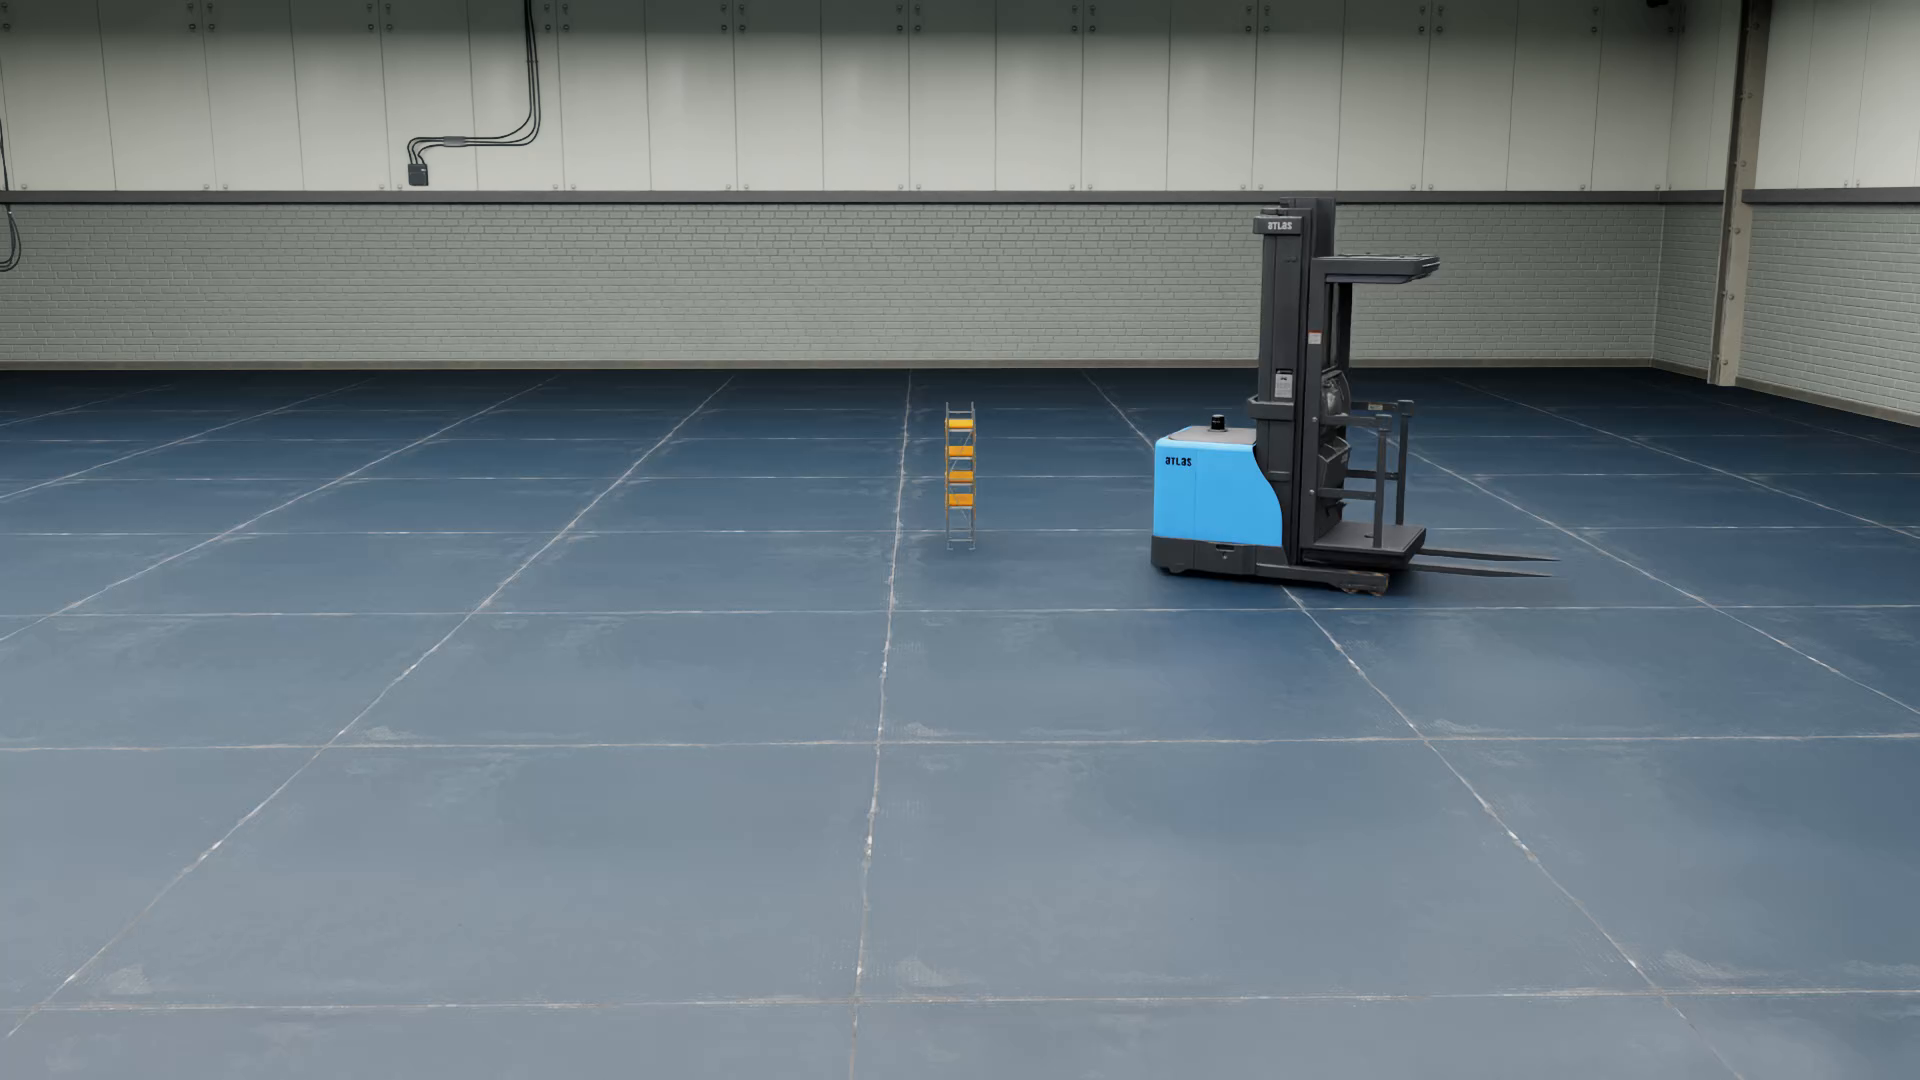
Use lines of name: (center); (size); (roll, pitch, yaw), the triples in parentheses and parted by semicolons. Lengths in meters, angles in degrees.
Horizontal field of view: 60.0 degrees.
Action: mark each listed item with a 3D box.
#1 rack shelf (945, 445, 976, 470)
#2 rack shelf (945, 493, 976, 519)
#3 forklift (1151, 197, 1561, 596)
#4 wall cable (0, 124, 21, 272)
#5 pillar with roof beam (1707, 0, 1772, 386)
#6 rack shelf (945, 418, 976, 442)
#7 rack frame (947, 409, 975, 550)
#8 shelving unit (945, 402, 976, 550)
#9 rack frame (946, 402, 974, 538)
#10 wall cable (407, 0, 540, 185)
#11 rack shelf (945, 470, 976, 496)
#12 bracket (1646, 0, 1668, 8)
rack shelf: (0.003, -0.708, 14.247); (0.258, 0.148, 0.480); (0, 11, -1)
rack shelf: (0.003, -0.295, 14.330); (0.258, 0.148, 0.480); (0, 11, -1)
forklift: (3.084, -1.138, 12.796); (3.031, 2.935, 1.130); (5, 13, 23)
wall cable: (-17.866, -5.872, 28.681); (3.097, 2.526, 0.112); (0, 11, -1)
pillar with roof beam: (8.062, -6.915, 26.010); (9.100, 9.000, 0.400); (0, 11, -1)
rack shelf: (0.003, -0.940, 14.199); (0.258, 0.148, 0.480); (0, 11, -1)
rack frame: (0.008, -0.507, 14.039); (0.240, 1.200, 0.015); (0, 11, -1)
shelving unit: (0.003, -0.555, 14.278); (0.258, 1.200, 0.503); (0, 11, -1)
rack frame: (-0.002, -0.604, 14.517); (0.240, 1.200, 0.015); (0, 11, -1)
wall cable: (-8.375, -9.097, 28.211); (2.305, 6.003, 0.169); (0, 11, -1)
rack shelf: (0.003, -0.489, 14.291); (0.258, 0.148, 0.480); (0, 11, -1)
bracket: (11.953, -9.249, 28.460); (0.235, 0.232, 0.430); (0, 11, -1)
